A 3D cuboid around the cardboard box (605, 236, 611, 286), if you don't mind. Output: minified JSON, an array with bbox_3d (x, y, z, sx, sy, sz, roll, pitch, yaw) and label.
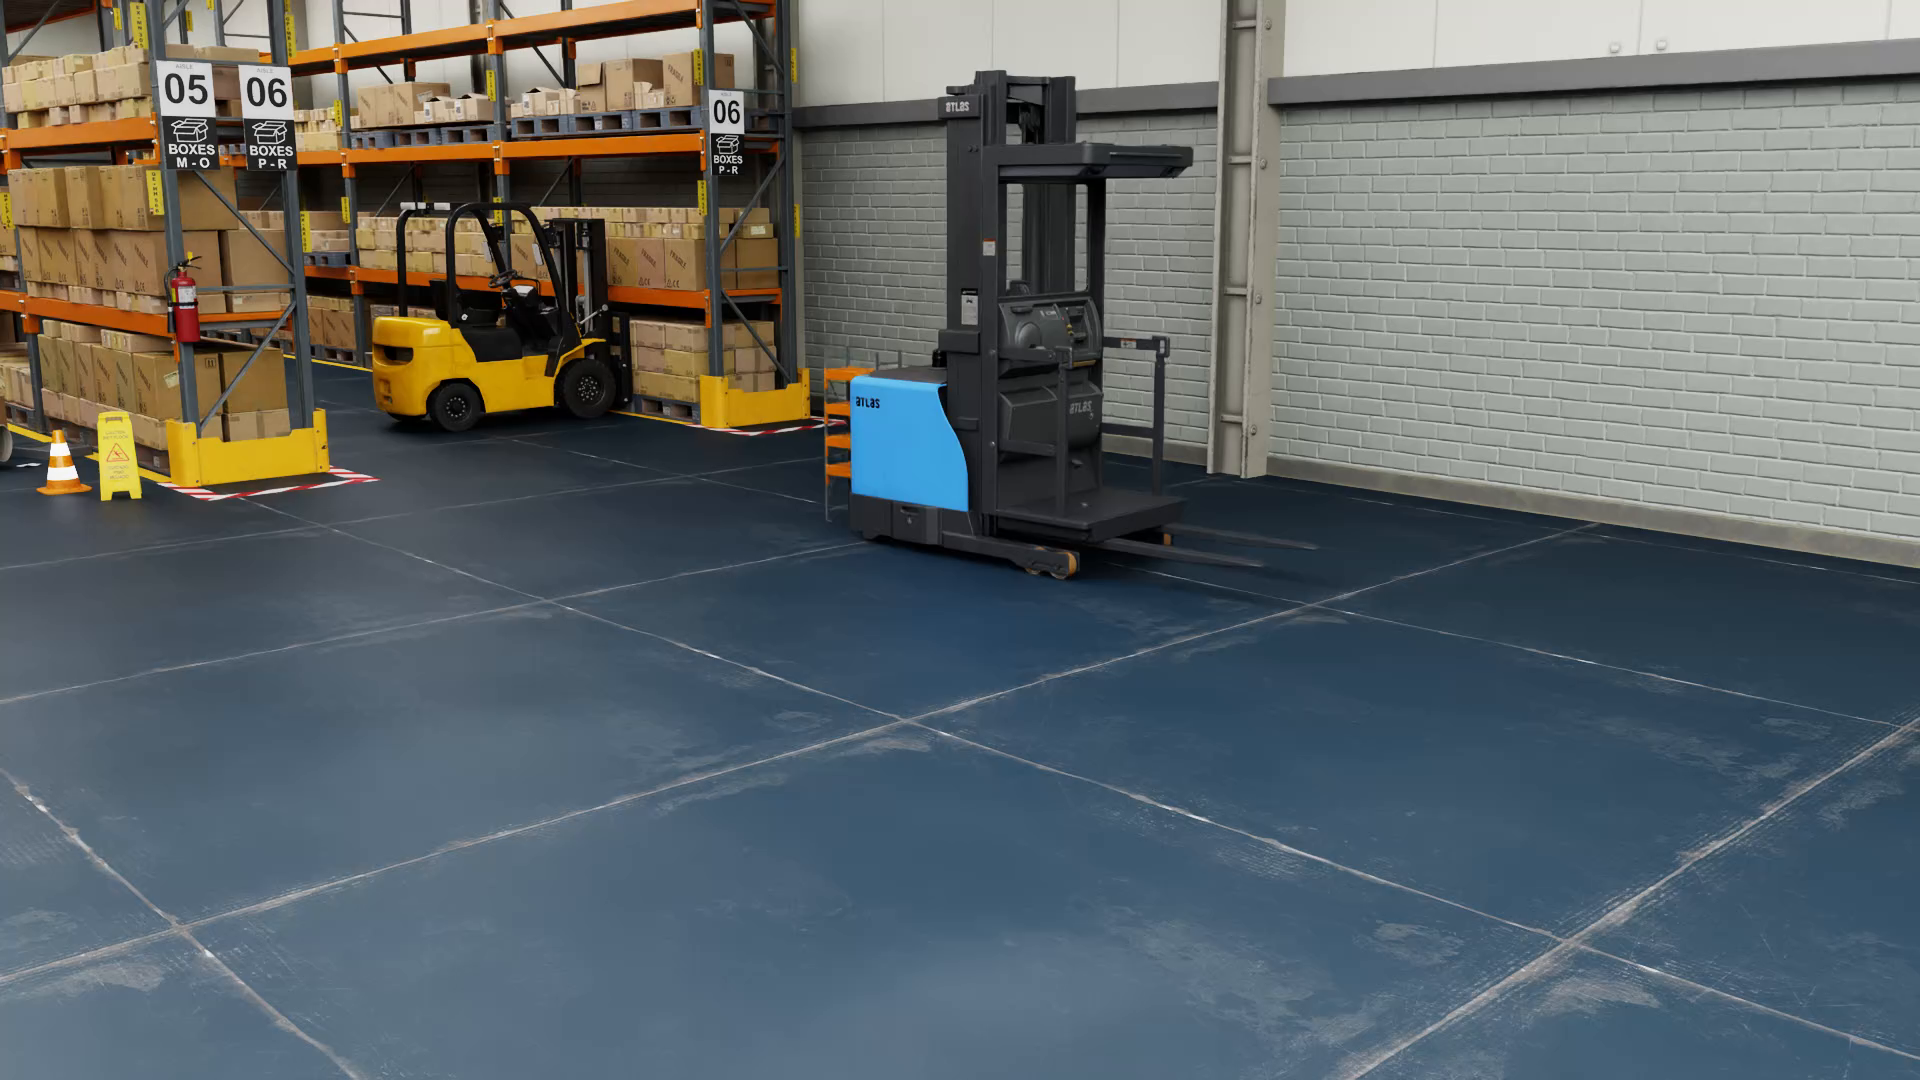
[{"bbox_3d":[-3.646,-2.968,17.635,0.500,0.500,0.500,-11,16,-42],"label":"cardboard box"}]

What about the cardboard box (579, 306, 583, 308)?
[{"bbox_3d":[-4.338,-2.548,19.139,0.500,0.250,0.500,-10,16,-41],"label":"cardboard box"}]

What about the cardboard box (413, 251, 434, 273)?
[{"bbox_3d":[-6.389,-3.431,20.503,0.500,0.250,0.500,-10,15,-41],"label":"cardboard box"}]

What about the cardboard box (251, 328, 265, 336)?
[{"bbox_3d":[-10.171,-3.291,24.604,0.500,0.500,0.500,-10,15,-40],"label":"cardboard box"}]

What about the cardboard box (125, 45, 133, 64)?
[{"bbox_3d":[-6.240,-3.756,12.920,0.380,0.149,0.250,-11,16,-42],"label":"cardboard box"}]

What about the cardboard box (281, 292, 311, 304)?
[{"bbox_3d":[-9.510,-3.476,23.895,0.380,0.149,0.250,-11,16,-43],"label":"cardboard box"}]

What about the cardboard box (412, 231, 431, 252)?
[{"bbox_3d":[-6.386,-3.677,20.458,0.500,0.250,0.500,-11,16,-42],"label":"cardboard box"}]

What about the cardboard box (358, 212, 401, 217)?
[{"bbox_3d":[-7.822,-4.179,22.474,0.500,0.500,0.500,-10,15,-40],"label":"cardboard box"}]

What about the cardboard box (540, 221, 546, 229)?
[{"bbox_3d":[-4.408,-3.456,18.395,0.380,0.149,0.250,-11,16,-43],"label":"cardboard box"}]

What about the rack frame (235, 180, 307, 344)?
[{"bbox_3d":[-10.342,-4.411,24.889,1.000,3.000,0.127,-11,16,-43],"label":"rack frame"}]

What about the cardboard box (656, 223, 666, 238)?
[{"bbox_3d":[-2.830,-3.118,16.756,0.380,0.149,0.250,-11,16,-42],"label":"cardboard box"}]

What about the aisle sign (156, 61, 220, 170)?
[{"bbox_3d":[-5.810,-3.192,12.527,0.394,0.787,0.004,-11,16,-43],"label":"aisle sign"}]

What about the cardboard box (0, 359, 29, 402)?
[{"bbox_3d":[-9.268,-1.651,16.962,0.950,0.372,0.625,-10,15,-39],"label":"cardboard box"}]

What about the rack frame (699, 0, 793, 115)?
[{"bbox_3d":[-2.055,-5.598,15.784,1.000,3.000,0.127,-11,16,-43],"label":"rack frame"}]

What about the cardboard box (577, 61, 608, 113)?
[{"bbox_3d":[-3.549,-4.719,17.406,0.797,0.503,0.637,-10,15,-41],"label":"cardboard box"}]

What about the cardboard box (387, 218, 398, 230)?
[{"bbox_3d":[-7.002,-3.998,21.026,0.380,0.149,0.250,-11,16,-42],"label":"cardboard box"}]

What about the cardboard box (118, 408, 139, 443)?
[{"bbox_3d":[-6.748,-0.984,14.027,0.500,0.250,0.500,-11,16,-42],"label":"cardboard box"}]

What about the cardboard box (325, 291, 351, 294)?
[{"bbox_3d":[-8.955,-3.514,24.080,0.380,0.149,0.250,-11,16,-42],"label":"cardboard box"}]

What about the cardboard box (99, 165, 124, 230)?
[{"bbox_3d":[-6.498,-2.771,13.466,0.700,0.500,0.500,-11,16,-42],"label":"cardboard box"}]

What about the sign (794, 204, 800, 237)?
[{"bbox_3d":[-1.650,-3.199,16.665,0.100,0.325,0.005,-11,16,-43],"label":"sign"}]

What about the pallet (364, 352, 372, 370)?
[{"bbox_3d":[-7.040,-2.336,21.728,1.003,0.211,1.213,-11,16,-43],"label":"pallet"}]

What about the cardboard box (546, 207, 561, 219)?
[{"bbox_3d":[-4.280,-3.555,18.140,0.380,0.149,0.250,-10,16,-41],"label":"cardboard box"}]

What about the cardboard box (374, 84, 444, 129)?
[{"bbox_3d":[-6.835,-5.401,20.723,0.700,0.500,0.500,-11,16,-44],"label":"cardboard box"}]

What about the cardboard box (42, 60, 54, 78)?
[{"bbox_3d":[-7.677,-4.052,14.357,0.250,0.149,0.380,11,16,43],"label":"cardboard box"}]

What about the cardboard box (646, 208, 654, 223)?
[{"bbox_3d":[-2.966,-3.308,16.942,0.380,0.149,0.250,-11,16,-42],"label":"cardboard box"}]

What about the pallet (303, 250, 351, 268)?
[{"bbox_3d":[-8.099,-3.823,22.508,1.213,0.211,1.003,-11,16,-43],"label":"pallet"}]

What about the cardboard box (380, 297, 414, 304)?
[{"bbox_3d":[-7.715,-3.246,22.781,0.380,0.149,0.250,-10,15,-40],"label":"cardboard box"}]

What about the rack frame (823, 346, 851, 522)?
[{"bbox_3d":[-0.846,-0.733,11.498,0.015,1.200,0.240,10,15,40],"label":"rack frame"}]

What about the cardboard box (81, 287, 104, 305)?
[{"bbox_3d":[-7.349,-2.117,14.376,0.380,0.149,0.250,-11,16,-43],"label":"cardboard box"}]

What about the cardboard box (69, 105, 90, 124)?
[{"bbox_3d":[-7.184,-3.545,13.873,0.380,0.149,0.250,-11,16,-43],"label":"cardboard box"}]

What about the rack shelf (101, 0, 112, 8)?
[{"bbox_3d":[-7.024,-4.844,13.913,1.077,0.370,4.000,-11,16,-43],"label":"rack shelf"}]

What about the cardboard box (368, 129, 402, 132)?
[{"bbox_3d":[-7.660,-5.505,22.148,0.380,0.149,0.250,-11,16,-42],"label":"cardboard box"}]

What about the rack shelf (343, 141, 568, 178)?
[{"bbox_3d":[-6.199,-4.652,20.409,1.077,0.370,4.000,-11,16,-43],"label":"rack shelf"}]

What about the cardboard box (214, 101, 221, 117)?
[{"bbox_3d":[-5.883,-3.433,13.332,0.250,0.149,0.380,11,16,43],"label":"cardboard box"}]

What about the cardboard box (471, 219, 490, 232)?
[{"bbox_3d":[-5.536,-3.708,19.618,0.380,0.149,0.250,-11,16,-43],"label":"cardboard box"}]

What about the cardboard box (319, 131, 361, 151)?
[{"bbox_3d":[-8.110,-5.264,21.968,0.500,0.250,0.500,11,16,43],"label":"cardboard box"}]

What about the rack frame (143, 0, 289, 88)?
[{"bbox_3d":[-5.643,-4.906,12.424,1.000,3.000,0.127,-11,16,-43],"label":"rack frame"}]

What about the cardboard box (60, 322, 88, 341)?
[{"bbox_3d":[-7.794,-1.870,14.864,0.380,0.149,0.250,-10,15,-40],"label":"cardboard box"}]

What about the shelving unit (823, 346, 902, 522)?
[{"bbox_3d":[-0.661,-0.701,11.342,0.503,1.200,0.258,10,15,40],"label":"shelving unit"}]

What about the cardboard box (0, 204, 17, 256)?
[{"bbox_3d":[-8.890,-2.987,15.952,0.500,0.500,0.500,-11,16,-44],"label":"cardboard box"}]

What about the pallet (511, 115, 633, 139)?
[{"bbox_3d":[-4.210,-4.549,18.342,1.003,0.211,1.213,-11,16,-43],"label":"pallet"}]

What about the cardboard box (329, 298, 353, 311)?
[{"bbox_3d":[-8.315,-3.199,22.551,0.250,0.149,0.380,11,16,42],"label":"cardboard box"}]

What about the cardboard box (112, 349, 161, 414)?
[{"bbox_3d":[-6.748,-1.350,13.947,0.500,0.500,0.500,-10,15,-40],"label":"cardboard box"}]

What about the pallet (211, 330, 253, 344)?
[{"bbox_3d":[-10.816,-3.146,25.658,1.003,0.211,1.213,-11,16,-43],"label":"pallet"}]

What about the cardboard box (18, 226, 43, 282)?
[{"bbox_3d":[-8.303,-2.643,15.322,0.500,0.500,0.500,-11,16,-43],"label":"cardboard box"}]

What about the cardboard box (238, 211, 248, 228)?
[{"bbox_3d":[-10.170,-4.564,24.343,0.700,0.500,0.500,-10,16,-41],"label":"cardboard box"}]

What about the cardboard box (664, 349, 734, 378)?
[{"bbox_3d":[-2.618,-1.791,16.707,0.500,0.250,0.500,-11,16,-43],"label":"cardboard box"}]

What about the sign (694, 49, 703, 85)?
[{"bbox_3d":[-2.457,-4.450,15.648,0.100,0.325,0.005,-11,16,-43],"label":"sign"}]

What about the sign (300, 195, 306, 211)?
[{"bbox_3d":[-9.943,-5.056,25.151,0.100,0.325,0.005,-11,16,-43],"label":"sign"}]

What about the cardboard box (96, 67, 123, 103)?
[{"bbox_3d":[-6.528,-3.622,13.258,0.500,0.250,0.500,-11,16,-43],"label":"cardboard box"}]

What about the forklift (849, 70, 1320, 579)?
[{"bbox_3d":[0.718,-1.324,10.074,3.031,2.935,1.130,10,15,40],"label":"forklift"}]
